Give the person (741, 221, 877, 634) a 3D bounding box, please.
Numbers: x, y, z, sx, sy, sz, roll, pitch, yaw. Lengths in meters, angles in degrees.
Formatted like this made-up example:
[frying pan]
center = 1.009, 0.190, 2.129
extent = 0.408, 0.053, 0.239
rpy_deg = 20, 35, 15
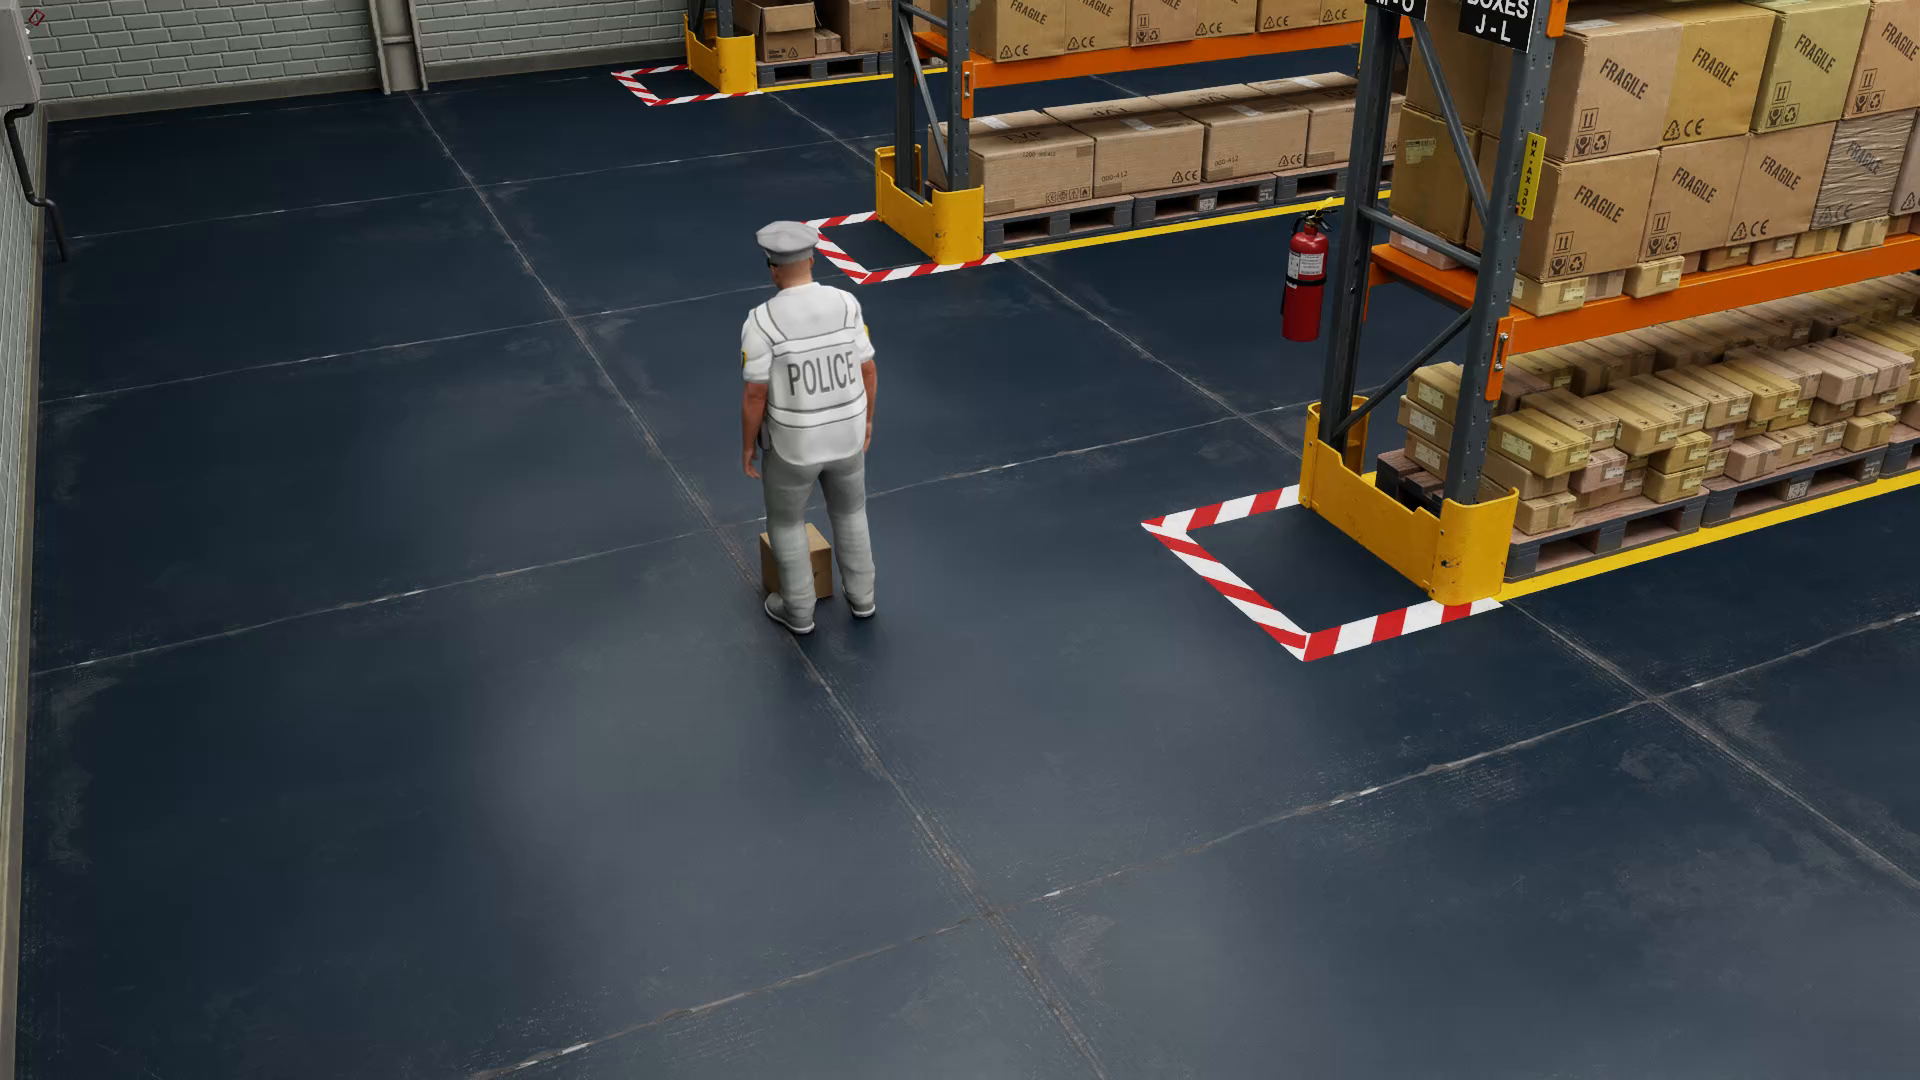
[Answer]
[person]
center = -0.614, -0.425, 6.878
extent = 0.594, 1.748, 0.434
rpy_deg = -14, 32, -23
